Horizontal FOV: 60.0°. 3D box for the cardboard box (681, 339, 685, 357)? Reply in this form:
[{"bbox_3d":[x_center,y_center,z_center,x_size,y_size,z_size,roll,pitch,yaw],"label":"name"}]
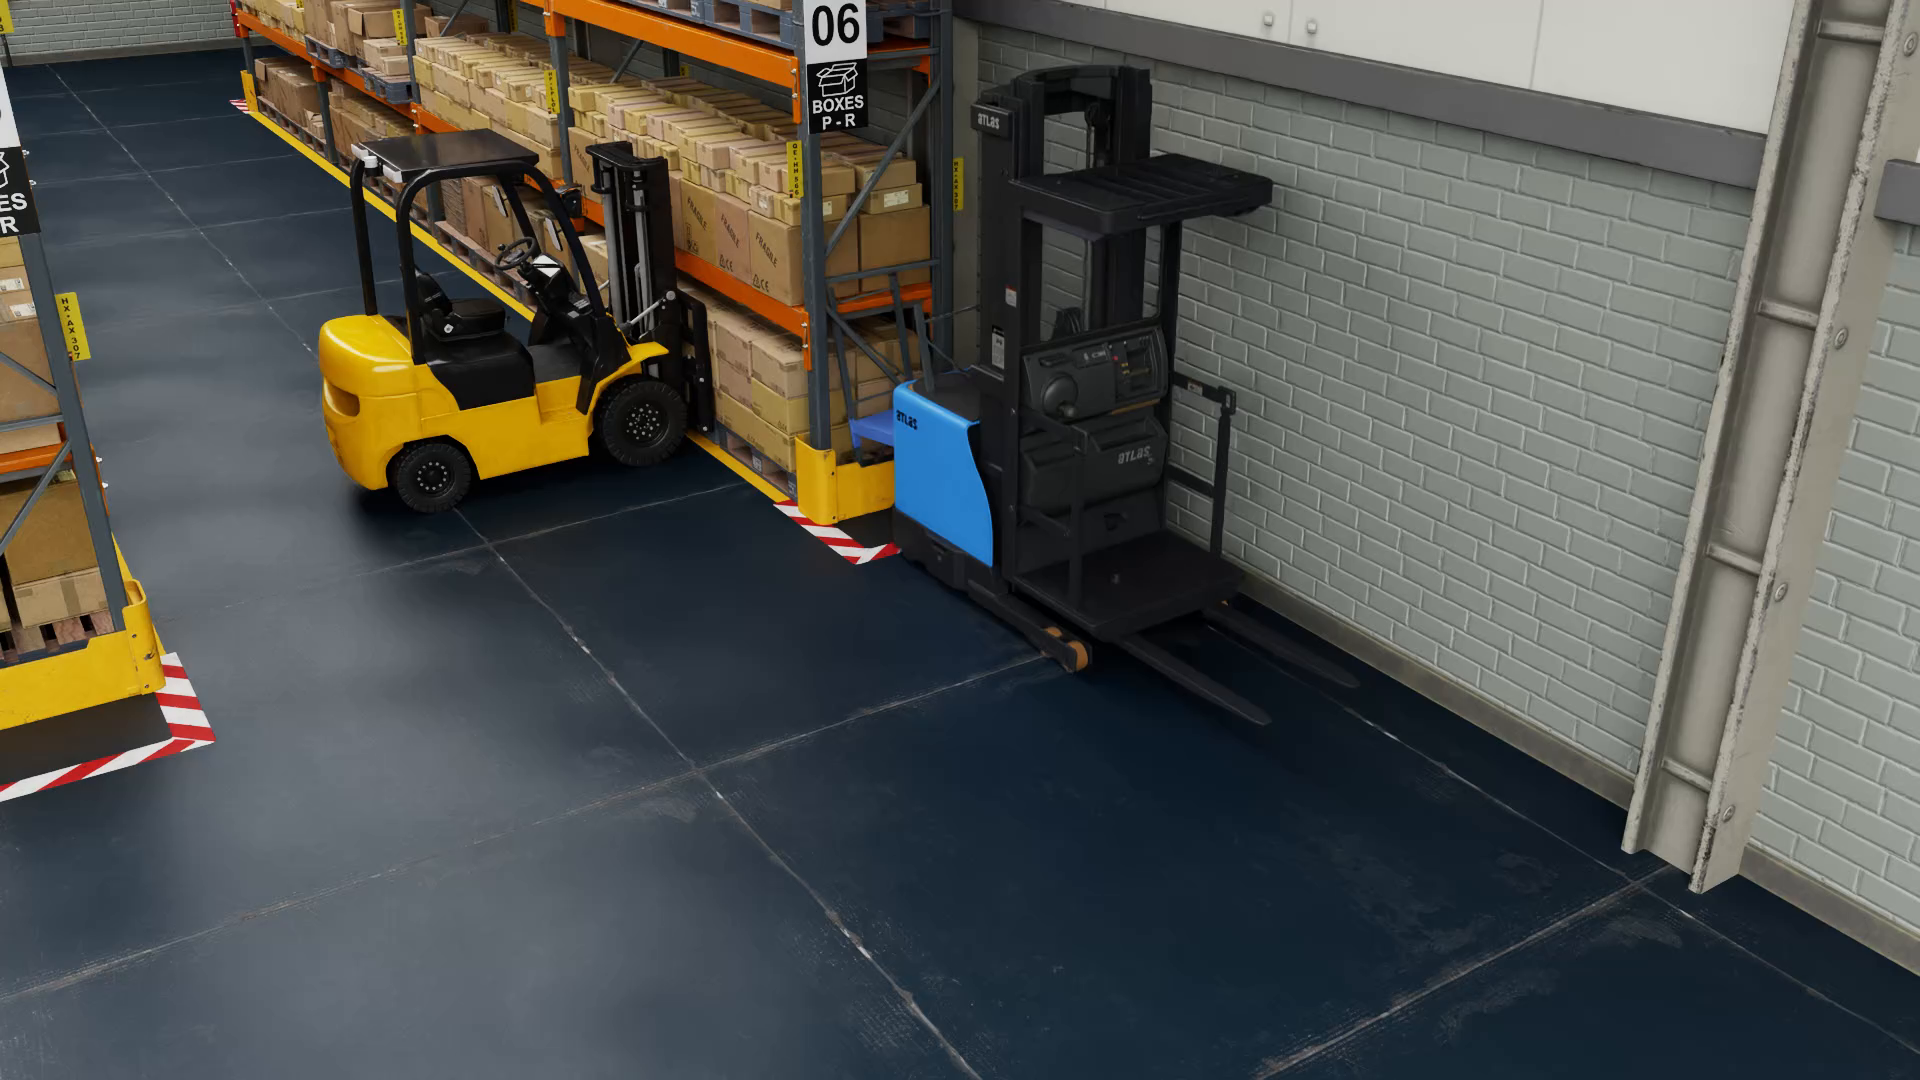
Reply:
[{"bbox_3d":[-1.854,-1.460,11.972,0.500,0.250,0.500,-16,29,-30],"label":"cardboard box"}]

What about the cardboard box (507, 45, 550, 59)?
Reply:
[{"bbox_3d":[-3.915,-4.418,15.218,0.380,0.149,0.250,-16,29,-30],"label":"cardboard box"}]

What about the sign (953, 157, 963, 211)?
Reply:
[{"bbox_3d":[-0.024,-2.199,10.288,0.100,0.325,0.005,-16,29,-30],"label":"sign"}]

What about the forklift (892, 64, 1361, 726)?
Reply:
[{"bbox_3d":[0.848,-0.860,8.639,1.130,2.935,3.031,-17,30,-31],"label":"forklift"}]

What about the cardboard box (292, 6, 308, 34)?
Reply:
[{"bbox_3d":[-7.525,-6.129,19.546,0.500,0.250,0.500,-15,29,-28],"label":"cardboard box"}]

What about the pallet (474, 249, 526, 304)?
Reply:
[{"bbox_3d":[-3.781,-2.506,15.310,1.003,0.211,1.213,-16,29,-30],"label":"pallet"}]

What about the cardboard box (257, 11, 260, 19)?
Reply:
[{"bbox_3d":[-8.840,-6.802,21.438,0.380,0.149,0.250,-15,29,-28],"label":"cardboard box"}]

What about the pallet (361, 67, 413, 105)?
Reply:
[{"bbox_3d":[-5.288,-4.645,16.801,1.213,0.211,1.003,-16,29,-30],"label":"pallet"}]

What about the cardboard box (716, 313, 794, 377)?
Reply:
[{"bbox_3d":[-1.288,-1.317,11.083,0.500,0.250,0.500,-15,29,-29],"label":"cardboard box"}]

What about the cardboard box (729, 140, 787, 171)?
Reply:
[{"bbox_3d":[-1.264,-2.471,10.746,0.380,0.149,0.250,-15,29,-29],"label":"cardboard box"}]

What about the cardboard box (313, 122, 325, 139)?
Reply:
[{"bbox_3d":[-7.593,-4.968,20.108,0.380,0.149,0.250,-17,30,-31],"label":"cardboard box"}]

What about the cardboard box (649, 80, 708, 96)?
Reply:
[{"bbox_3d":[-2.146,-3.405,12.724,0.380,0.149,0.250,-16,30,-31],"label":"cardboard box"}]

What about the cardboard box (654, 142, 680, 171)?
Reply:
[{"bbox_3d":[-1.895,-2.681,11.538,0.380,0.149,0.250,-16,30,-31],"label":"cardboard box"}]

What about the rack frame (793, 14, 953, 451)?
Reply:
[{"bbox_3d":[-0.492,-1.645,10.220,1.000,3.000,0.127,-16,29,-30],"label":"rack frame"}]

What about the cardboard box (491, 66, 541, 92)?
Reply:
[{"bbox_3d":[-3.770,-3.935,14.194,0.380,0.149,0.250,-15,29,-29],"label":"cardboard box"}]

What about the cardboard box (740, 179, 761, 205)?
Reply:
[{"bbox_3d":[-1.171,-2.234,10.591,0.380,0.149,0.250,-15,29,-29],"label":"cardboard box"}]

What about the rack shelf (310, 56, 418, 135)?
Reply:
[{"bbox_3d":[-5.951,-4.896,17.950,1.077,0.370,4.000,-16,29,-30],"label":"rack shelf"}]

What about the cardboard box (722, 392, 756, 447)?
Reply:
[{"bbox_3d":[-1.277,-0.866,11.299,0.500,0.250,0.500,-16,29,-30],"label":"cardboard box"}]

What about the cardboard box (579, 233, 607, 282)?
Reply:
[{"bbox_3d":[-2.674,-2.228,13.013,0.500,0.250,0.500,-16,30,-30],"label":"cardboard box"}]

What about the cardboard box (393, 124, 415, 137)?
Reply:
[{"bbox_3d":[-5.729,-4.276,17.471,0.380,0.149,0.250,-15,29,-28],"label":"cardboard box"}]

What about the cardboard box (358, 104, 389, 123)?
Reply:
[{"bbox_3d":[-6.438,-4.736,18.445,0.380,0.149,0.250,-16,29,-30],"label":"cardboard box"}]

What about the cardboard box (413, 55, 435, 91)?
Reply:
[{"bbox_3d":[-4.843,-4.443,15.738,0.500,0.250,0.500,-16,29,-30],"label":"cardboard box"}]

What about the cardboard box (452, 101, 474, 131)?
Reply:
[{"bbox_3d":[-4.264,-3.859,15.086,0.500,0.250,0.500,-17,30,-31],"label":"cardboard box"}]

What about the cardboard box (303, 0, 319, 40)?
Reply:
[{"bbox_3d":[-6.966,-5.947,18.724,0.700,0.500,0.500,-15,29,-28],"label":"cardboard box"}]

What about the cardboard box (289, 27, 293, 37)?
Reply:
[{"bbox_3d":[-7.871,-6.154,20.066,0.380,0.149,0.250,-15,29,-28],"label":"cardboard box"}]

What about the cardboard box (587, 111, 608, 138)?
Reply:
[{"bbox_3d":[-2.579,-3.146,12.524,0.380,0.149,0.250,-15,29,-28],"label":"cardboard box"}]

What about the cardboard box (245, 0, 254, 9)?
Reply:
[{"bbox_3d":[-8.929,-7.029,21.453,0.500,0.250,0.500,-15,29,-29],"label":"cardboard box"}]

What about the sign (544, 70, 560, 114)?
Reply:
[{"bbox_3d":[-3.125,-3.433,12.745,0.100,0.325,0.005,-16,29,-30],"label":"sign"}]

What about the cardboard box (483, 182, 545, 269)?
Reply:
[{"bbox_3d":[-3.799,-2.923,15.218,0.875,0.625,0.625,-17,30,-32],"label":"cardboard box"}]

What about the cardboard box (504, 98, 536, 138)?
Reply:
[{"bbox_3d":[-3.445,-3.532,13.808,0.500,0.250,0.500,-16,30,-31],"label":"cardboard box"}]

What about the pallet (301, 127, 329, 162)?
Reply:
[{"bbox_3d":[-7.417,-4.922,20.428,1.003,0.211,1.213,-16,29,-30],"label":"pallet"}]

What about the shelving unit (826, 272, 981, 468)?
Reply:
[{"bbox_3d":[-0.225,-0.807,10.131,0.538,1.500,1.048,-20,23,-29],"label":"shelving unit"}]

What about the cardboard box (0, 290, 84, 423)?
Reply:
[{"bbox_3d":[-4.675,-0.900,8.178,0.500,0.500,0.500,-16,30,-30],"label":"cardboard box"}]

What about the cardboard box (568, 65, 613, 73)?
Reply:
[{"bbox_3d":[-3.197,-3.969,14.267,0.380,0.149,0.250,-16,29,-30],"label":"cardboard box"}]

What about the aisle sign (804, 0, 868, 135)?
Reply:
[{"bbox_3d":[-0.702,-2.728,9.471,0.394,0.787,0.004,-16,29,-30],"label":"aisle sign"}]

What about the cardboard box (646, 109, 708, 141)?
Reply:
[{"bbox_3d":[-1.981,-2.923,11.703,0.380,0.149,0.250,-16,29,-30],"label":"cardboard box"}]

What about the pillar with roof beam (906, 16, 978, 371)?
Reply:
[{"bbox_3d":[-3.724,-3.813,7.787,9.100,9.000,0.400,-16,29,-30],"label":"pillar with roof beam"}]

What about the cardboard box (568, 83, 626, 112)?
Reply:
[{"bbox_3d":[-2.750,-3.365,12.640,0.380,0.149,0.250,-15,29,-29],"label":"cardboard box"}]

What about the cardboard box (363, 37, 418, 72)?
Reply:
[{"bbox_3d":[-5.706,-4.930,16.864,0.500,0.250,0.500,-17,30,-32],"label":"cardboard box"}]

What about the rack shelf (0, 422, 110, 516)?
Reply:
[{"bbox_3d":[-5.741,-0.877,9.436,1.077,0.370,4.000,-16,29,-30],"label":"rack shelf"}]

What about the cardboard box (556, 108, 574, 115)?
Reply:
[{"bbox_3d":[-3.048,-3.484,13.240,0.380,0.149,0.250,-14,29,-28],"label":"cardboard box"}]

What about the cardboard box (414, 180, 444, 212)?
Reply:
[{"bbox_3d":[-5.270,-3.667,16.940,0.500,0.500,0.500,-15,29,-28],"label":"cardboard box"}]

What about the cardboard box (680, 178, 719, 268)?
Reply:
[{"bbox_3d":[-1.536,-2.176,11.228,0.500,0.500,0.500,-16,30,-31],"label":"cardboard box"}]

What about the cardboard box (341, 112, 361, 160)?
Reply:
[{"bbox_3d":[-6.668,-4.583,18.880,0.500,0.500,0.500,-16,30,-30],"label":"cardboard box"}]

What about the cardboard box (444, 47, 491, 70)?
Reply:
[{"bbox_3d":[-4.470,-4.390,15.159,0.380,0.149,0.250,-15,29,-29],"label":"cardboard box"}]

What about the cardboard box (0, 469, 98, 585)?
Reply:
[{"bbox_3d":[-4.871,-0.134,8.870,0.500,0.500,0.500,-17,30,-31],"label":"cardboard box"}]

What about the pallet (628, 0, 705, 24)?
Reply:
[{"bbox_3d":[-1.526,-3.657,11.073,1.003,0.211,1.213,-16,29,-30],"label":"pallet"}]

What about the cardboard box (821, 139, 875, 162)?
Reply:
[{"bbox_3d":[-0.767,-2.480,10.765,0.380,0.149,0.250,-15,29,-29],"label":"cardboard box"}]

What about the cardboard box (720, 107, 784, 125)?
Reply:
[{"bbox_3d":[-1.464,-2.941,11.741,0.380,0.149,0.250,-15,29,-28],"label":"cardboard box"}]

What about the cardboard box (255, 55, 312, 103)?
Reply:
[{"bbox_3d":[-8.972,-6.188,22.276,0.797,0.503,0.637,-17,30,-32],"label":"cardboard box"}]
